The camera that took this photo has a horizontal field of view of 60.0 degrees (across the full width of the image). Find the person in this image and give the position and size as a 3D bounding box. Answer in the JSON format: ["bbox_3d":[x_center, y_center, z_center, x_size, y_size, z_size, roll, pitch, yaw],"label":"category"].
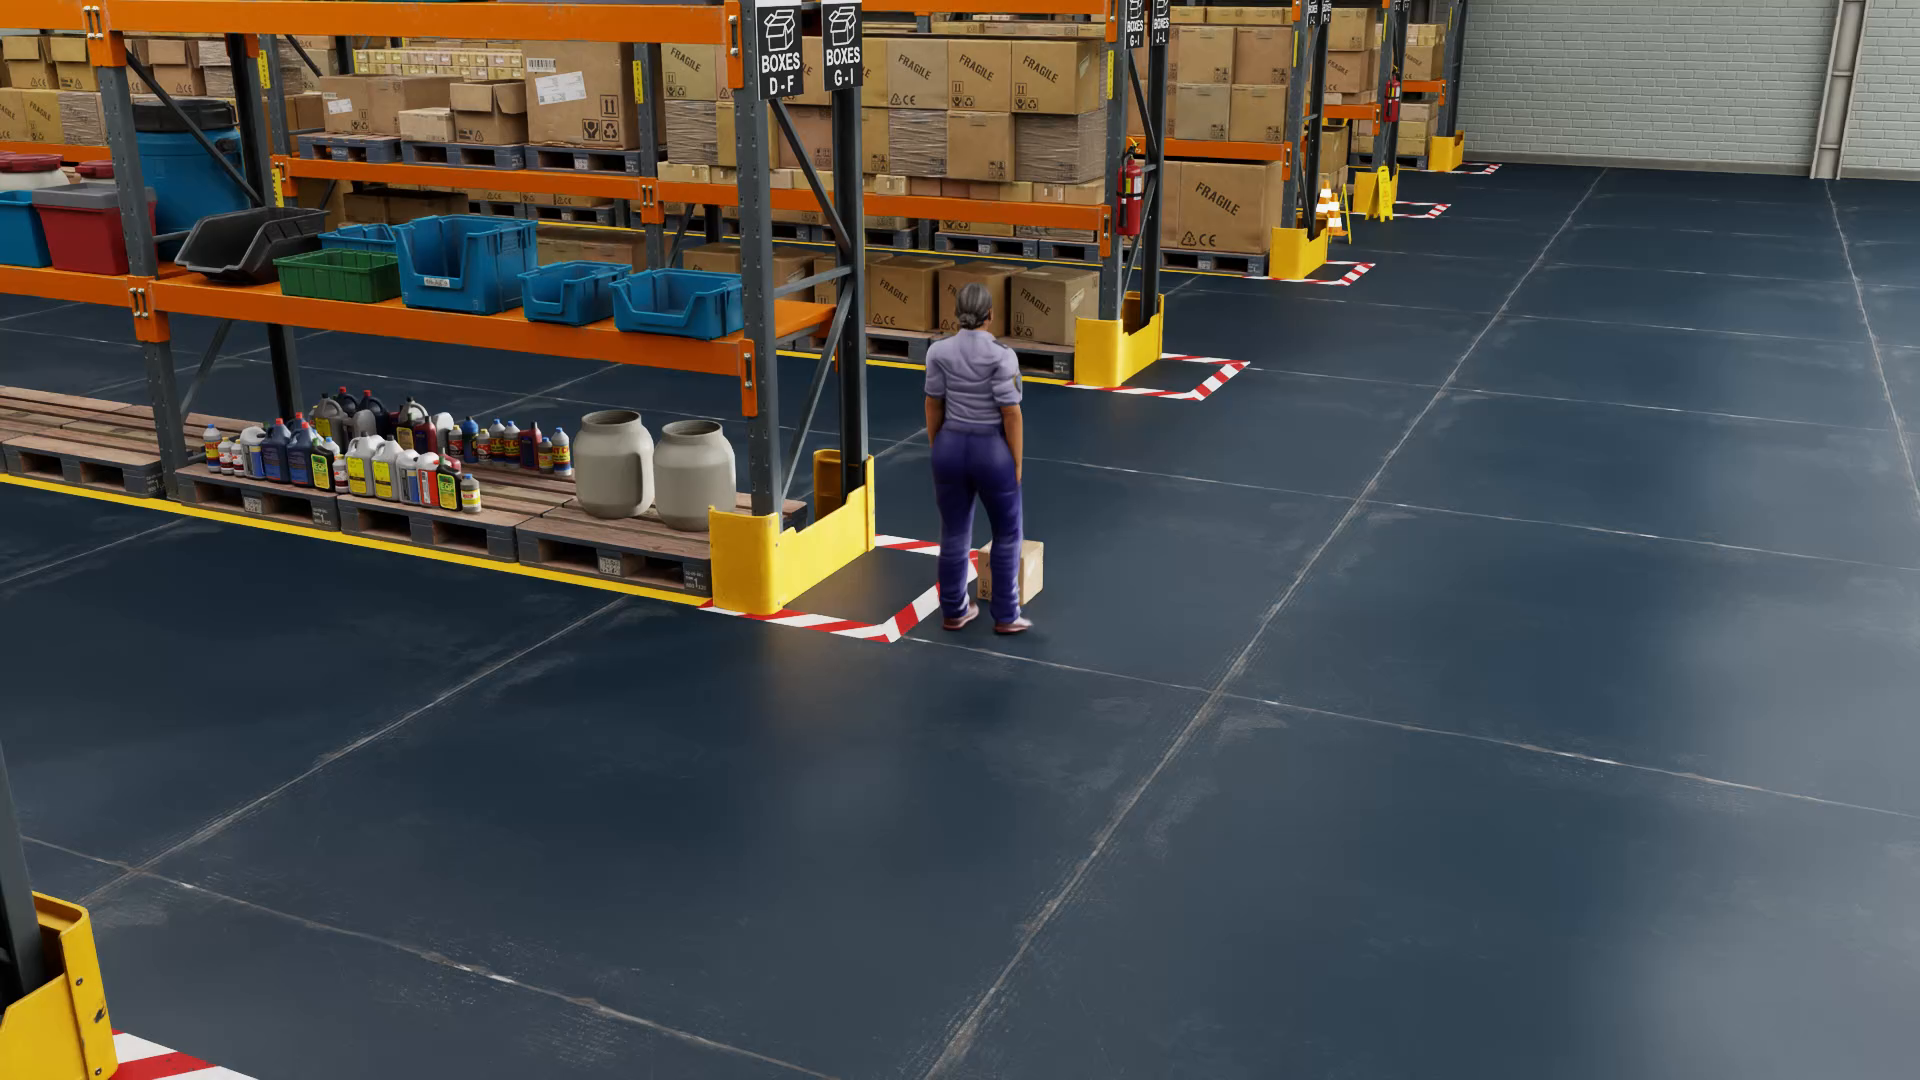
[{"bbox_3d":[0.080,-0.347,7.657,0.478,1.670,0.379,8,21,21],"label":"person"}]
